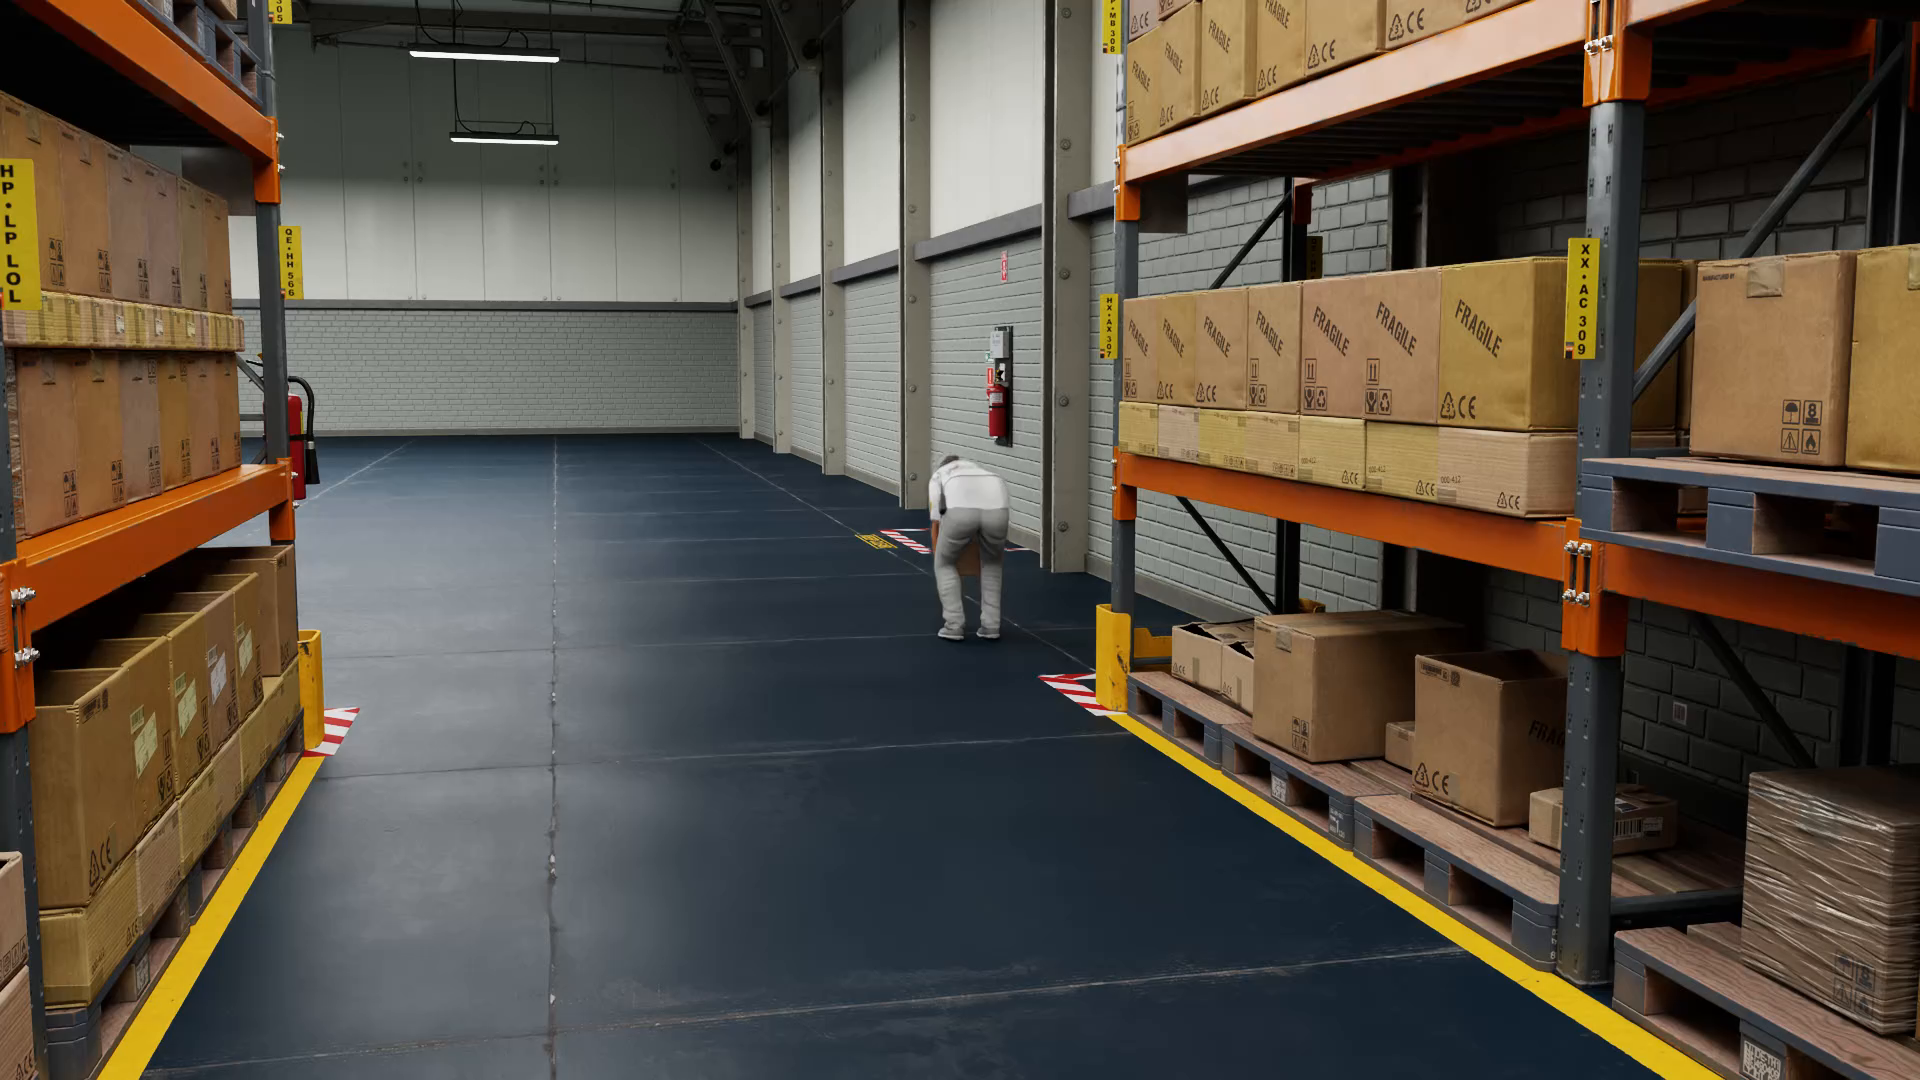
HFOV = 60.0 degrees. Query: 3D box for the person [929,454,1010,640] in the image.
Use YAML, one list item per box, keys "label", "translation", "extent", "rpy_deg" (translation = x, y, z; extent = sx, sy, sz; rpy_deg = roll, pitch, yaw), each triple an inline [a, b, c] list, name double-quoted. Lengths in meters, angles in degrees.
- label: "person"
  translation: [0.020, 0.042, 10.676]
  extent: [0.459, 1.152, 0.935]
  rpy_deg: [-2, 6, -15]
